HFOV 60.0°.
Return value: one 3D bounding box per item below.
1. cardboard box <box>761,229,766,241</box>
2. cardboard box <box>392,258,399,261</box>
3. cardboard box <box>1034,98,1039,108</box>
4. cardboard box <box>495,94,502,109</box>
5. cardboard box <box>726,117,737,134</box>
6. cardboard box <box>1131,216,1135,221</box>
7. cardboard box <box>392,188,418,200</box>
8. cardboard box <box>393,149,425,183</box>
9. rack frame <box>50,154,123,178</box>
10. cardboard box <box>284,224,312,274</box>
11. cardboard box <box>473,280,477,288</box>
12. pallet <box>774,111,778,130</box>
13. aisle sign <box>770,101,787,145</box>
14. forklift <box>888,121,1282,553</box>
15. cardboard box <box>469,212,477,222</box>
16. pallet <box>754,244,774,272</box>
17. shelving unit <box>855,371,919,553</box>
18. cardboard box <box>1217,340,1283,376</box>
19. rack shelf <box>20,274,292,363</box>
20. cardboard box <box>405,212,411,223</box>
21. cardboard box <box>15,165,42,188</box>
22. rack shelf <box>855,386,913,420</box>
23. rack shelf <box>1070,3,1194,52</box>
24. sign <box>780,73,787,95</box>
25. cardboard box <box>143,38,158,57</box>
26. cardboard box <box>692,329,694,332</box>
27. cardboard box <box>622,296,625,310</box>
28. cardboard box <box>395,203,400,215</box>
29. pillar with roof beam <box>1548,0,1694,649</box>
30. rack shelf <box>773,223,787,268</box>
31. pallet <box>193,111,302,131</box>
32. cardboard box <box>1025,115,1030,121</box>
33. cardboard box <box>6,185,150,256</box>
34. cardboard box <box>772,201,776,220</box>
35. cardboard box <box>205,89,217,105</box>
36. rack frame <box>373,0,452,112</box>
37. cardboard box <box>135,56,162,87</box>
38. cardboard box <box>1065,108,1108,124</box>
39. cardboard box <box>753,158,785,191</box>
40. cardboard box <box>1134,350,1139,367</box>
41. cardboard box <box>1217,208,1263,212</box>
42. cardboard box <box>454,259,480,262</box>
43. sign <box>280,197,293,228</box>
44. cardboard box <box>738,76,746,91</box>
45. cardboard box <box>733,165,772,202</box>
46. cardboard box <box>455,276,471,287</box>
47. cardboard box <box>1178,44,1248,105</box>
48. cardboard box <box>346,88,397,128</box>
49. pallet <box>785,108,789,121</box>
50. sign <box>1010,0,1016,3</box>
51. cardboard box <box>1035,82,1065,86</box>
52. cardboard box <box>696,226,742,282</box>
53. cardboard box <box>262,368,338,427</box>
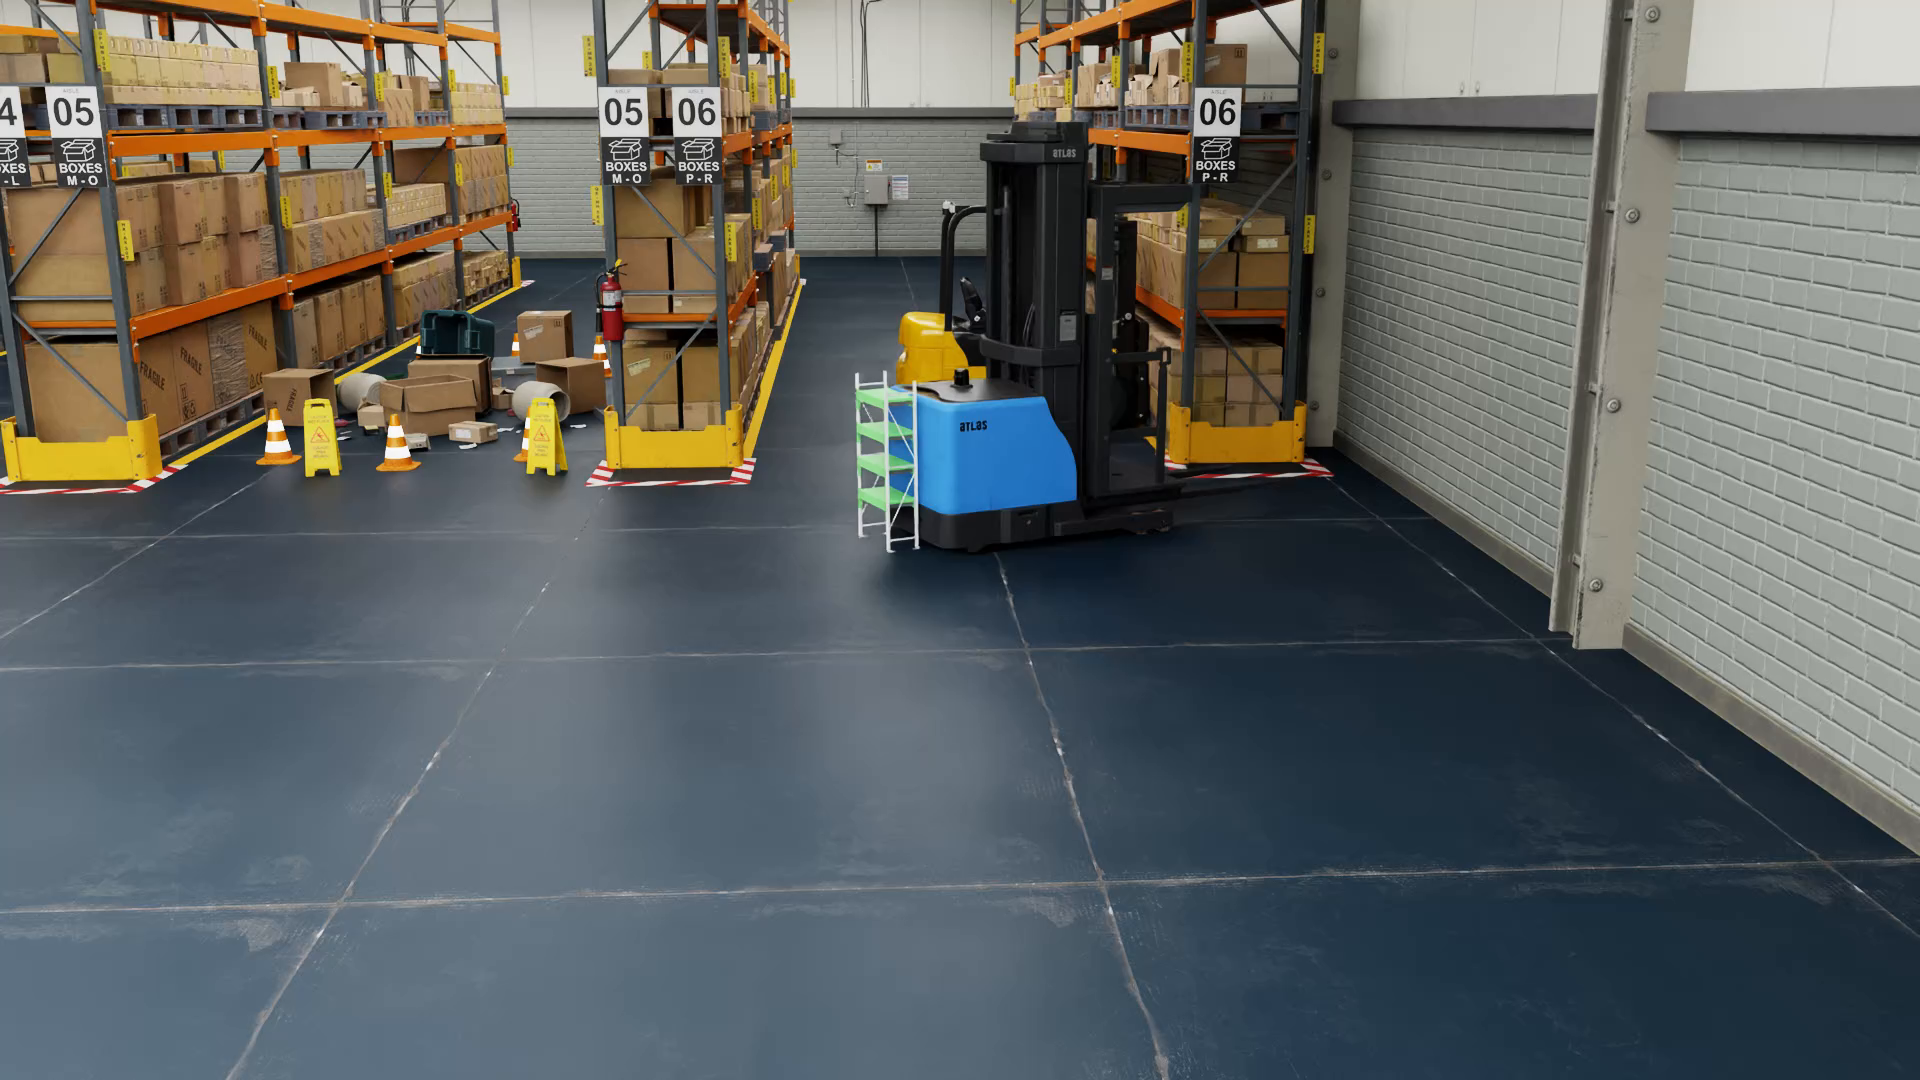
[{"bbox_3d":[-2.512,-3.647,19.841,0.380,0.149,0.250,0,14,-1],"label":"cardboard box"},{"bbox_3d":[-8.325,-3.895,23.813,0.500,0.250,0.500,0,14,-1],"label":"cardboard box"},{"bbox_3d":[1.321,-6.603,25.109,0.380,0.149,0.250,-1,14,-3],"label":"cardboard box"},{"bbox_3d":[-8.135,-7.492,28.404,0.500,0.250,0.500,-1,14,-5],"label":"cardboard box"},{"bbox_3d":[-2.272,-3.843,15.427,0.380,0.149,0.250,-1,14,-3],"label":"cardboard box"},{"bbox_3d":[1.974,-3.263,17.188,0.380,0.149,0.250,-1,14,-2],"label":"cardboard box"},{"bbox_3d":[-7.852,-4.868,23.393,0.380,0.149,0.250,-1,14,-4],"label":"cardboard box"},{"bbox_3d":[-8.469,-5.775,25.649,0.500,0.500,0.500,-1,14,-5],"label":"cardboard box"},{"bbox_3d":[-13.126,-4.935,25.185,1.000,3.000,0.127,-1,14,-3],"label":"rack frame"},{"bbox_3d":[-7.438,-3.180,18.164,0.500,0.500,0.500,-1,14,-3],"label":"cardboard box"},{"bbox_3d":[-8.072,-4.160,27.054,0.380,0.149,0.250,-2,15,-6],"label":"cardboard box"},{"bbox_3d":[-2.739,-4.873,19.302,1.213,0.211,1.003,-1,14,-3],"label":"pallet"},{"bbox_3d":[-3.178,-7.364,29.410,0.394,0.787,0.004,-1,14,-3],"label":"aisle sign"},{"bbox_3d":[1.004,-1.567,12.233,3.031,2.935,1.130,-7,16,-26],"label":"forklift"},{"bbox_3d":[-7.981,-5.200,26.720,0.380,0.149,0.250,-1,14,-2],"label":"cardboard box"},{"bbox_3d":[-2.642,-3.197,18.818,1.003,0.211,1.213,-1,14,-3],"label":"pallet"},{"bbox_3d":[-0.519,-0.560,11.791,0.258,1.200,0.503,-8,16,-26],"label":"shelving unit"},{"bbox_3d":[2.621,-1.659,15.124,0.500,0.250,0.500,-1,14,-4],"label":"cardboard box"},{"bbox_3d":[-7.550,-2.151,15.809,1.077,0.370,4.000,-1,14,-3],"label":"rack shelf"},{"bbox_3d":[-7.819,-4.454,22.980,0.380,0.149,0.250,0,14,-2],"label":"cardboard box"},{"bbox_3d":[-12.945,-4.818,22.519,0.797,0.503,0.637,-1,14,-2],"label":"cardboard box"},{"bbox_3d":[-0.521,-0.963,11.686,0.258,0.148,0.480,-8,16,-26],"label":"rack shelf"},{"bbox_3d":[2.090,-6.036,19.673,1.077,0.370,4.000,-1,14,-3],"label":"rack shelf"},{"bbox_3d":[-2.694,-6.954,25.344,0.100,0.325,0.005,-1,14,-3],"label":"sign"},{"bbox_3d":[-7.175,-4.247,14.355,0.380,0.149,0.250,-1,14,-3],"label":"cardboard box"},{"bbox_3d":[-2.897,-1.920,16.639,0.500,0.500,0.500,0,14,-1],"label":"cardboard box"},{"bbox_3d":[-2.855,-2.132,14.799,0.380,0.149,0.250,-1,14,-4],"label":"cardboard box"},{"bbox_3d":[-7.790,-4.474,22.460,0.380,0.149,0.250,-1,14,-5],"label":"cardboard box"},{"bbox_3d":[-0.607,-3.714,8.404,9.100,9.000,0.400,-1,14,-3],"label":"pillar with roof beam"},{"bbox_3d":[-3.111,-4.242,23.936,1.077,0.370,4.000,-1,14,-3],"label":"rack shelf"},{"bbox_3d":[-7.780,-4.584,18.186,0.805,0.209,1.217,-1,15,-6],"label":"pallet"},{"bbox_3d":[1.277,-6.963,27.555,0.380,0.149,0.250,-1,14,-2],"label":"cardboard box"},{"bbox_3d":[-7.410,-2.690,13.994,0.875,0.550,0.550,-1,14,-3],"label":"cardboard box"},{"bbox_3d":[-2.803,-4.521,22.874,0.500,0.250,0.500,-1,14,-2],"label":"cardboard box"},{"bbox_3d":[-7.252,-4.177,15.681,0.380,0.149,0.250,-1,14,-4],"label":"cardboard box"},{"bbox_3d":[-8.170,-7.891,24.637,1.000,3.000,0.127,-1,14,-3],"label":"rack frame"},{"bbox_3d":[-7.233,-4.028,14.301,0.500,0.250,0.500,-1,14,-4],"label":"cardboard box"},{"bbox_3d":[1.692,-5.674,22.341,0.500,0.250,0.500,-1,14,-5],"label":"cardboard box"},{"bbox_3d":[-3.023,-5.742,26.117,0.500,0.500,0.500,-1,14,-3],"label":"cardboard box"},{"bbox_3d":[2.019,-1.788,16.629,0.500,0.250,0.500,-1,14,-4],"label":"cardboard box"},{"bbox_3d":[2.682,-3.099,15.951,0.380,0.149,0.250,-1,14,-5],"label":"cardboard box"},{"bbox_3d":[-8.079,-4.513,27.231,0.380,0.149,0.250,-1,15,-6],"label":"cardboard box"},{"bbox_3d":[-7.120,-3.463,17.569,0.100,0.325,0.005,-1,14,-3],"label":"sign"},{"bbox_3d":[-2.336,-4.548,16.565,0.380,0.149,0.250,0,14,-2],"label":"cardboard box"},{"bbox_3d":[-2.774,-4.752,22.268,0.500,0.500,0.500,-1,14,-5],"label":"cardboard box"},{"bbox_3d":[-7.873,-4.048,26.020,0.380,0.149,0.250,0,14,-1],"label":"cardboard box"},{"bbox_3d":[2.191,-4.040,14.444,0.500,0.500,0.500,0,14,-2],"label":"cardboard box"},{"bbox_3d":[-7.692,-5.638,21.700,0.500,0.500,0.500,-1,14,-3],"label":"cardboard box"},{"bbox_3d":[-3.348,-7.004,27.385,1.003,0.211,1.213,-1,14,-3],"label":"pallet"},{"bbox_3d":[0.929,-9.548,29.041,0.100,0.325,0.005,-1,14,-3],"label":"sign"},{"bbox_3d":[1.447,-7.053,26.100,0.500,0.250,0.500,-1,14,-3],"label":"cardboard box"},{"bbox_3d":[-2.313,-2.673,15.598,0.500,0.500,0.500,-1,14,-5],"label":"cardboard box"},{"bbox_3d":[-6.554,-1.417,16.524,0.500,0.500,0.500,2,15,6],"label":"cardboard box"}]
